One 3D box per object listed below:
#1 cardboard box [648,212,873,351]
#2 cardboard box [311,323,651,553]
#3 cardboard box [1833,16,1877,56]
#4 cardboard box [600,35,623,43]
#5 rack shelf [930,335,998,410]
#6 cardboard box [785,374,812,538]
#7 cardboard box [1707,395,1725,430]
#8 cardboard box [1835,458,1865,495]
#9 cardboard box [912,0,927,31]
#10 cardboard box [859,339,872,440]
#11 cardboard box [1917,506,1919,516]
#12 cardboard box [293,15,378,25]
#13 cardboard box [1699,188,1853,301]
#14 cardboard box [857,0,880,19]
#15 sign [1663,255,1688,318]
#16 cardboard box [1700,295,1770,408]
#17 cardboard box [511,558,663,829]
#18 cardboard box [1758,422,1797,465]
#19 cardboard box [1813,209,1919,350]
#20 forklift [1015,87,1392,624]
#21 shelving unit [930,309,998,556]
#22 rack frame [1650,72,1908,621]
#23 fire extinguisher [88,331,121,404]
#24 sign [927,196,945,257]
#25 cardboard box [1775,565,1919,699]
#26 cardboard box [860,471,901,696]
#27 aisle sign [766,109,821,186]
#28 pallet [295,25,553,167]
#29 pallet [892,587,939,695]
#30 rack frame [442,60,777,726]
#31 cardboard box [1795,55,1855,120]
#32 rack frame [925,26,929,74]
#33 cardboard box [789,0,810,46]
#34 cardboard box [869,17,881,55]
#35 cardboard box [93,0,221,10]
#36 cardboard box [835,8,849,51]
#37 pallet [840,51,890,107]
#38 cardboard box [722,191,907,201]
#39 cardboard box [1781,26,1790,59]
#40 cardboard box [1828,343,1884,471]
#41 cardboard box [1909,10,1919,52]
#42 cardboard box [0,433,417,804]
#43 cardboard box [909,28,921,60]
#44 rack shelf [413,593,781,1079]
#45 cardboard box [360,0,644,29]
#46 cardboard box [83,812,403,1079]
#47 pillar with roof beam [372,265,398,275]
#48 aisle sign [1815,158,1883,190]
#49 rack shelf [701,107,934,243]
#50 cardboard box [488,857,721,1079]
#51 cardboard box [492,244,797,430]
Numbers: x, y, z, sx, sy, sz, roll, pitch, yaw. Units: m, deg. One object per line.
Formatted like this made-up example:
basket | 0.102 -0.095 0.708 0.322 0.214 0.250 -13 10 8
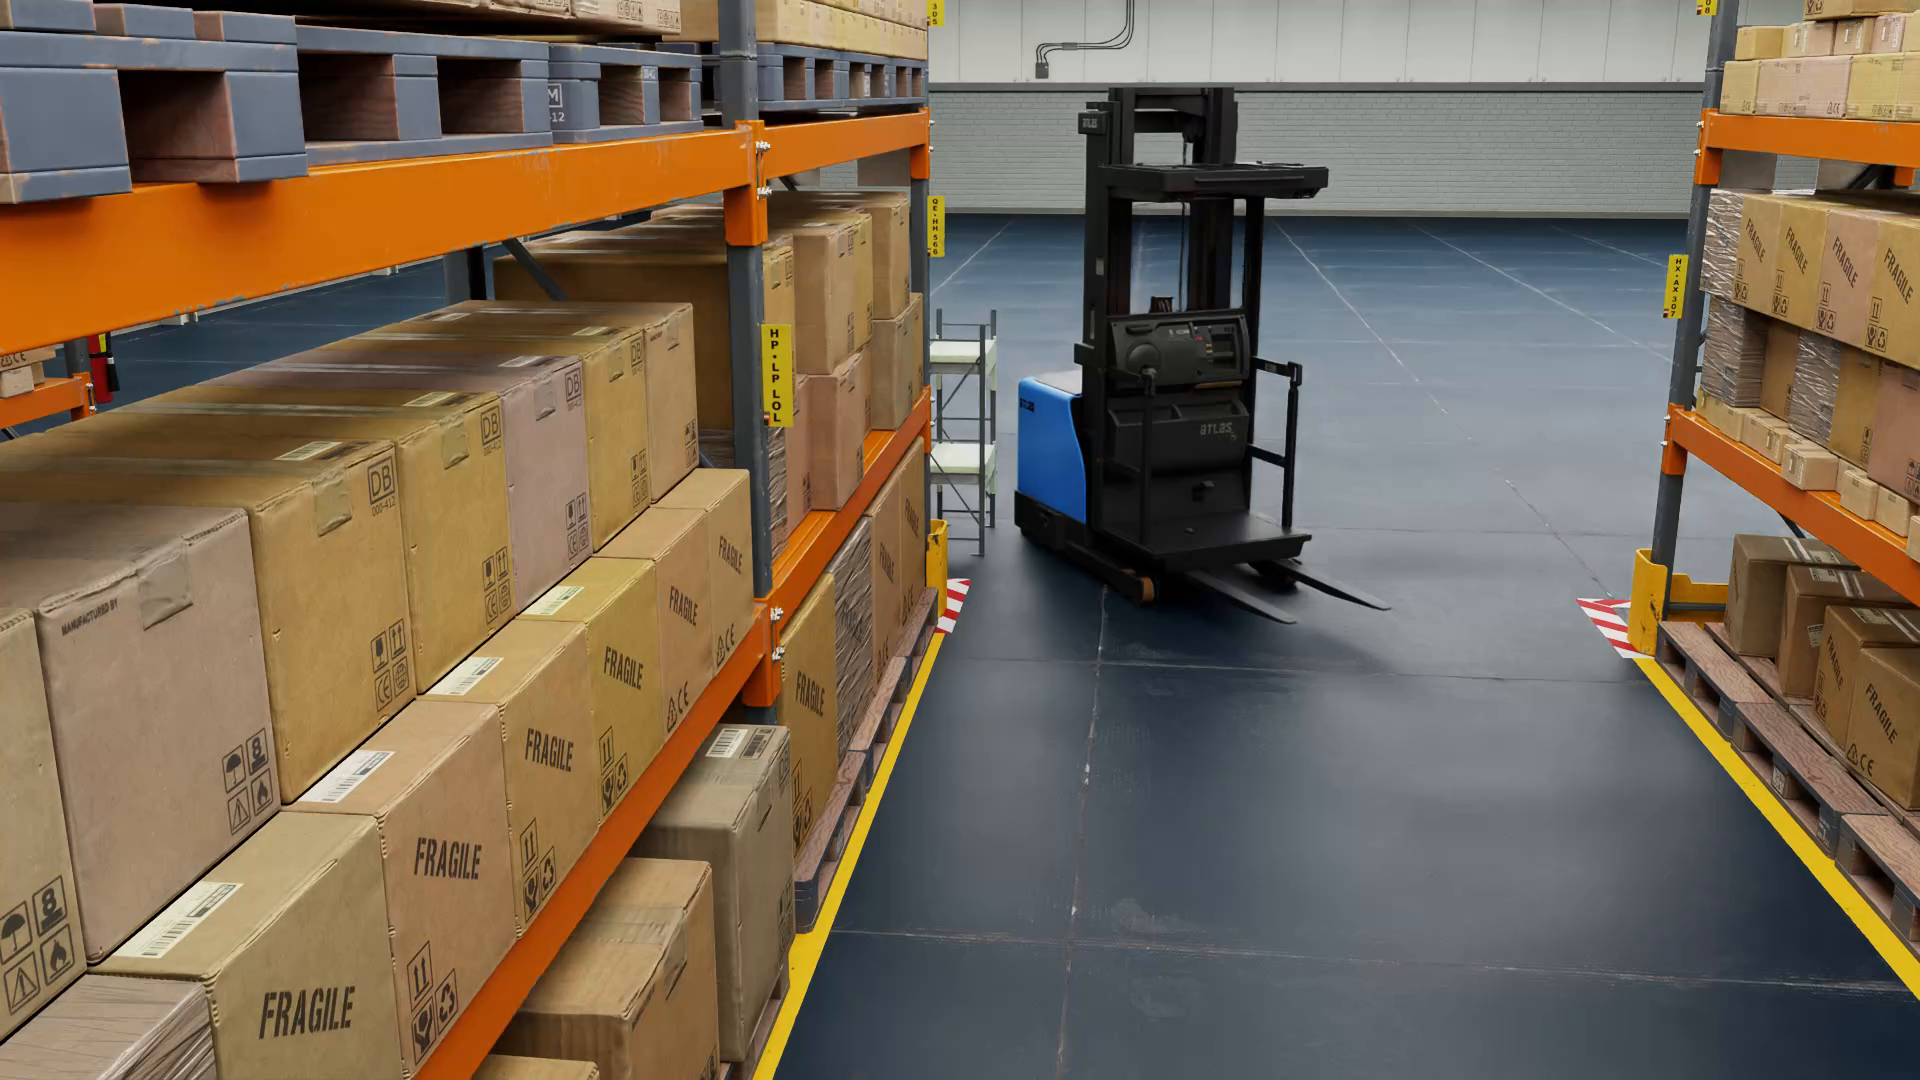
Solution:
cardboard box | -0.851 -1.120 7.203 0.875 0.550 0.500 2 15 6
cardboard box | -1.229 -0.281 4.346 0.700 0.500 0.500 1 15 5
cardboard box | 3.804 -2.044 6.753 0.380 0.149 0.250 1 15 4
cardboard box | -1.371 -1.759 5.660 0.380 0.149 0.250 2 15 7
rack shelf | 0.001 -1.102 10.871 0.431 0.370 0.720 2 15 6
cardboard box | -1.053 -0.324 6.326 0.875 0.550 0.550 2 15 6
cardboard box | 3.930 -0.625 8.208 0.380 0.149 0.250 2 15 6
cardboard box | 3.815 -0.234 6.763 0.380 0.149 0.250 2 15 6
cardboard box | -0.449 -2.685 8.319 0.500 0.250 0.500 2 15 7
cardboard box | -0.896 -0.740 7.863 0.875 0.550 0.550 2 15 6
cardboard box | 3.729 -0.040 6.044 0.380 0.149 0.250 2 15 6
cardboard box | -1.539 -1.234 3.718 0.380 0.149 0.250 2 15 6
cardboard box | 3.913 -1.417 7.980 0.500 0.500 0.500 2 15 6
cardboard box | -0.621 -2.294 6.874 0.500 0.250 0.500 2 15 7
sign | 3.707 -1.311 8.606 0.100 0.325 0.005 2 15 6
cardboard box | 4.157 -0.927 8.084 0.875 0.500 0.500 2 15 6
cardboard box | -1.030 0.345 3.948 0.500 0.500 0.500 2 15 7
cardboard box | 3.844 -0.430 7.488 0.380 0.149 0.250 2 15 6
cardboard box | 3.744 -1.028 6.541 0.500 0.500 0.500 2 15 6
forklift | 1.420 -1.161 9.841 1.130 2.935 3.031 -6 16 -23
shelving unit | 0.001 -0.726 10.973 0.431 1.500 0.755 2 15 6
rack frame | 4.246 -0.877 8.660 1.000 3.000 0.127 2 15 6
fire extinguisher | -5.130 -1.148 9.809 0.296 0.674 0.183 2 15 6
sign | -0.133 -1.703 9.043 0.100 0.325 0.005 2 15 6
cardboard box | 4.125 0.444 7.757 0.500 0.500 0.500 6 16 21
cardboard box | -0.779 0.179 8.018 0.875 0.875 0.875 1 15 5
aisle sign | -0.961 -2.332 9.059 0.394 0.787 0.004 2 15 6
pallet | -1.431 -0.790 2.953 1.003 0.211 1.213 2 15 9
pallet | -0.684 0.506 8.886 1.003 0.211 1.213 2 15 6
rack frame | -1.122 -0.012 5.461 1.000 3.000 0.127 2 15 6
cardboard box | 3.823 -1.873 6.884 0.500 0.250 0.500 2 15 6
rack frame | -0.671 -3.946 8.514 1.000 3.000 0.127 2 15 6
cardboard box | -0.716 -1.742 5.595 0.380 0.149 0.250 2 15 6
cardboard box | -0.544 -2.136 7.052 0.380 0.149 0.250 2 15 7
cardboard box | -1.656 -1.181 2.849 0.500 0.500 0.500 2 15 6
cardboard box | -0.631 -1.938 6.322 0.380 0.149 0.250 1 15 5
pallet | -0.880 -1.945 7.031 1.003 0.211 1.213 2 15 6
cardboard box | -0.751 -1.548 8.785 0.875 0.550 0.550 2 15 6
cardboard box | 3.954 -2.247 7.503 0.380 0.149 0.250 1 15 5
cardboard box | 4.052 -0.536 6.638 0.875 0.500 0.500 2 15 6
cardboard box | 3.688 -1.843 6.007 0.380 0.149 0.250 2 15 9
cardboard box | -1.402 0.114 2.887 0.700 0.500 0.500 1 15 5
cardboard box | -0.401 -2.466 8.273 0.380 0.149 0.250 2 15 7
rack shelf | -1.348 0.854 3.636 1.077 0.370 4.000 2 15 6
cardboard box | -1.043 -1.312 3.812 0.500 0.250 0.500 2 15 6
cardboard box | -1.200 0.737 2.500 0.500 0.500 0.500 2 15 6
pillar with roof beam | -5.199 -8.598 25.720 9.100 9.000 0.400 2 15 6
aisle sign | 4.551 -2.139 8.347 0.394 0.787 0.004 2 15 6
rack shelf | -0.897 -1.632 7.081 1.077 0.370 4.000 2 15 6
cardboard box | -1.216 1.285 4.169 1.050 0.750 0.750 2 15 6
cardboard box | -1.047 -0.701 5.650 0.875 0.550 0.550 2 15 6
